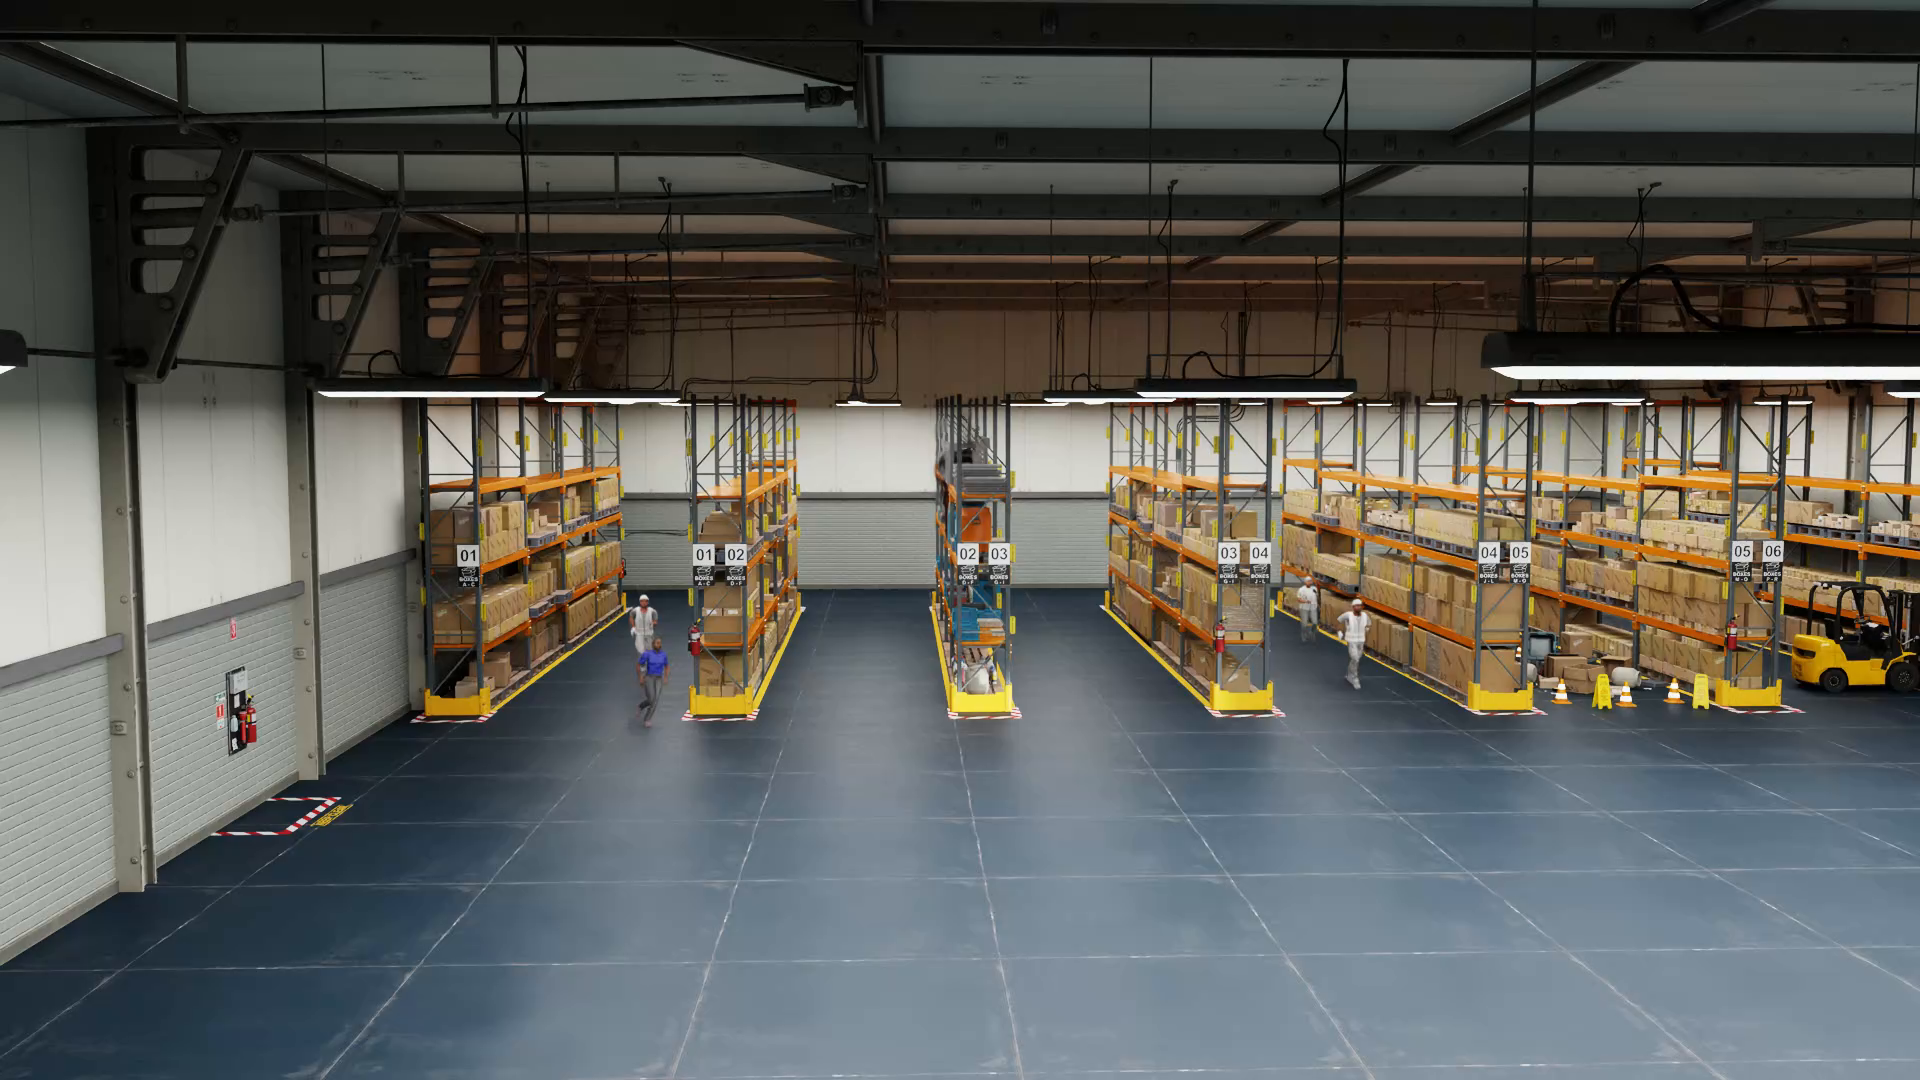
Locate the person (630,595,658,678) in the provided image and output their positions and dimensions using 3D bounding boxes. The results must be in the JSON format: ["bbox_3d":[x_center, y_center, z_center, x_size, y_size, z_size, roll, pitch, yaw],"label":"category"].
[{"bbox_3d":[-6.721,2.058,35.445,0.565,1.809,0.838,-2,5,-19],"label":"person"}]

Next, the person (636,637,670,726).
[{"bbox_3d":[-5.545,2.563,30.192,0.613,1.570,0.523,-3,5,-32],"label":"person"}]

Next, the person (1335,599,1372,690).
[{"bbox_3d":[8.157,2.122,34.300,0.687,1.831,0.790,-1,5,-17],"label":"person"}]

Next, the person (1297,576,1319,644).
[{"bbox_3d":[8.504,1.710,40.508,0.582,1.651,0.652,0,4,-2],"label":"person"}]
